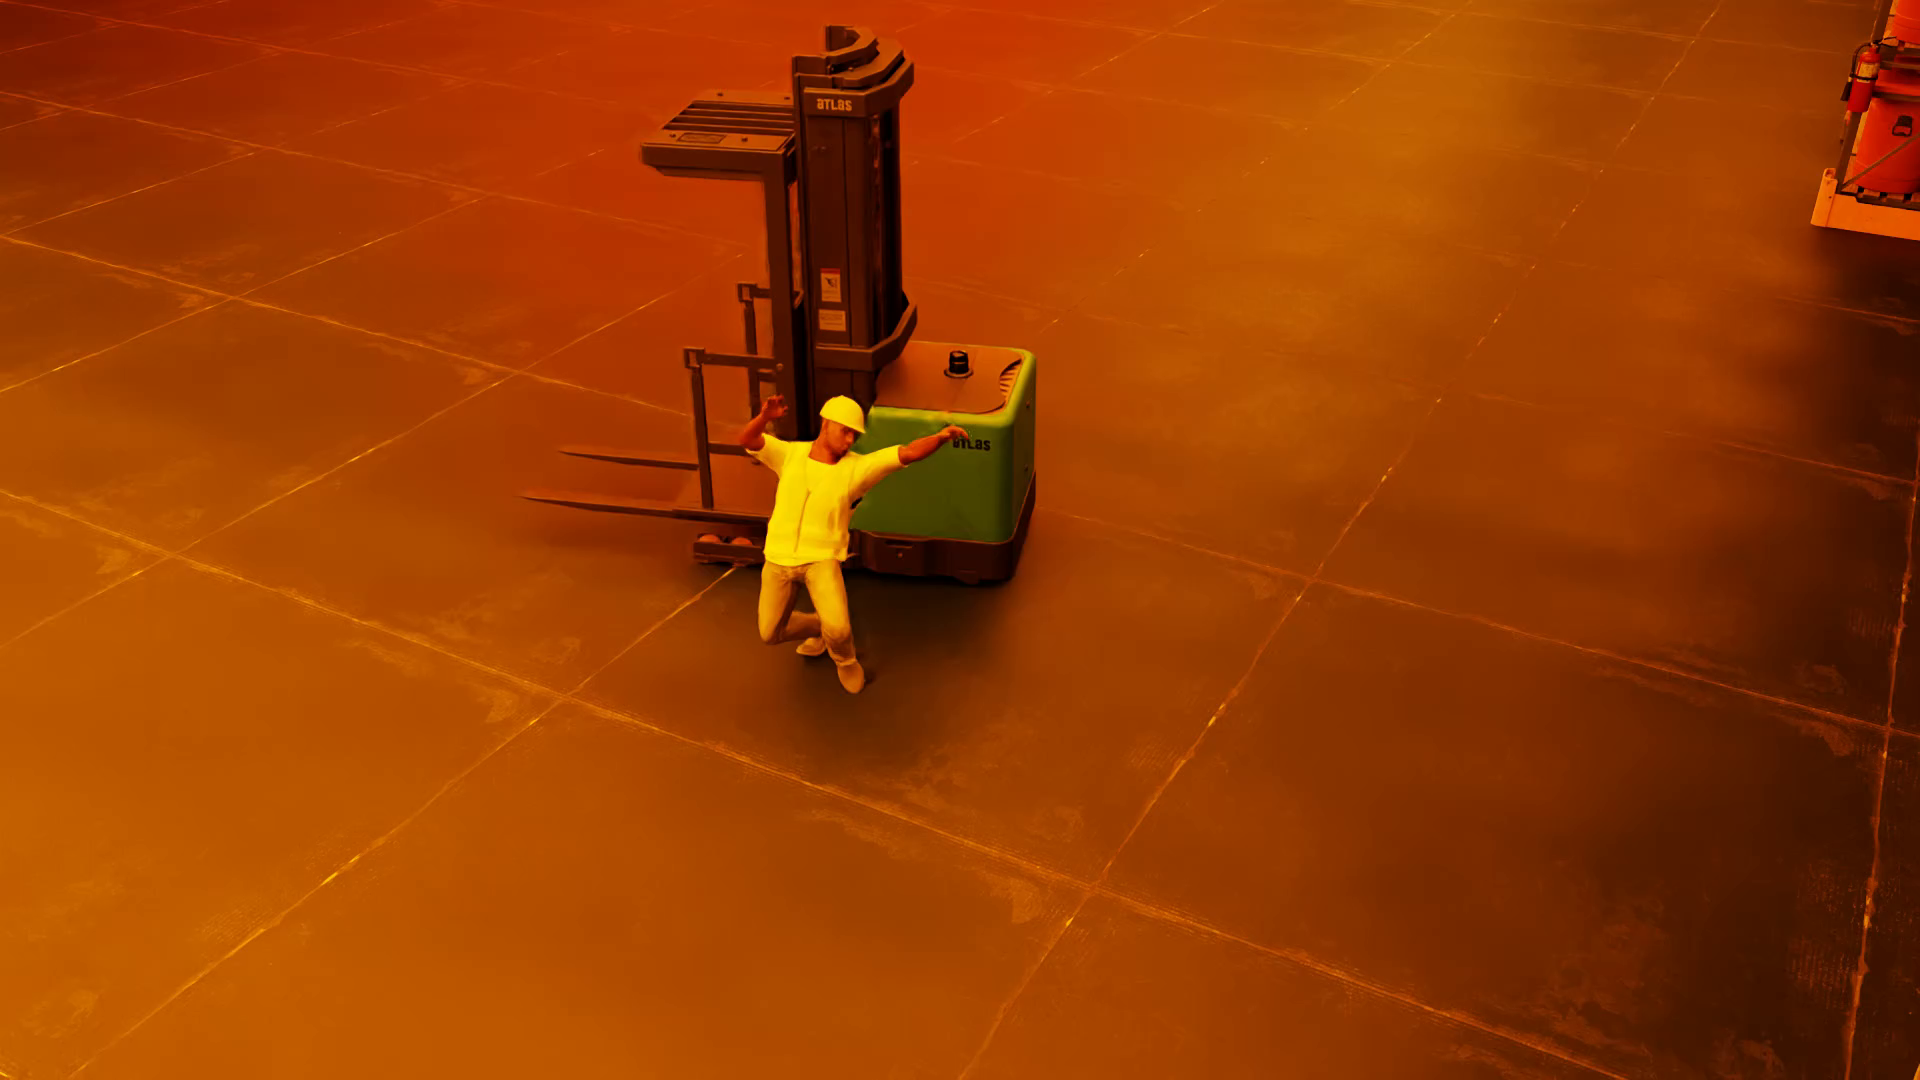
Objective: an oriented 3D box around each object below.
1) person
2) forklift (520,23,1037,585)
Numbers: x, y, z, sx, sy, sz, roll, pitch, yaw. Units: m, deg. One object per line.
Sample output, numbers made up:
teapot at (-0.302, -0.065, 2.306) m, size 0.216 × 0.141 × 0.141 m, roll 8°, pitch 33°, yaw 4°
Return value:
person at (-0.549, 0.011, 8.363) m, size 1.129 × 1.666 × 0.838 m, roll 8°, pitch 31°, yaw 14°
forklift at (-1.104, -1.366, 9.438) m, size 3.031 × 2.935 × 1.130 m, roll 5°, pitch 30°, yaw 9°
